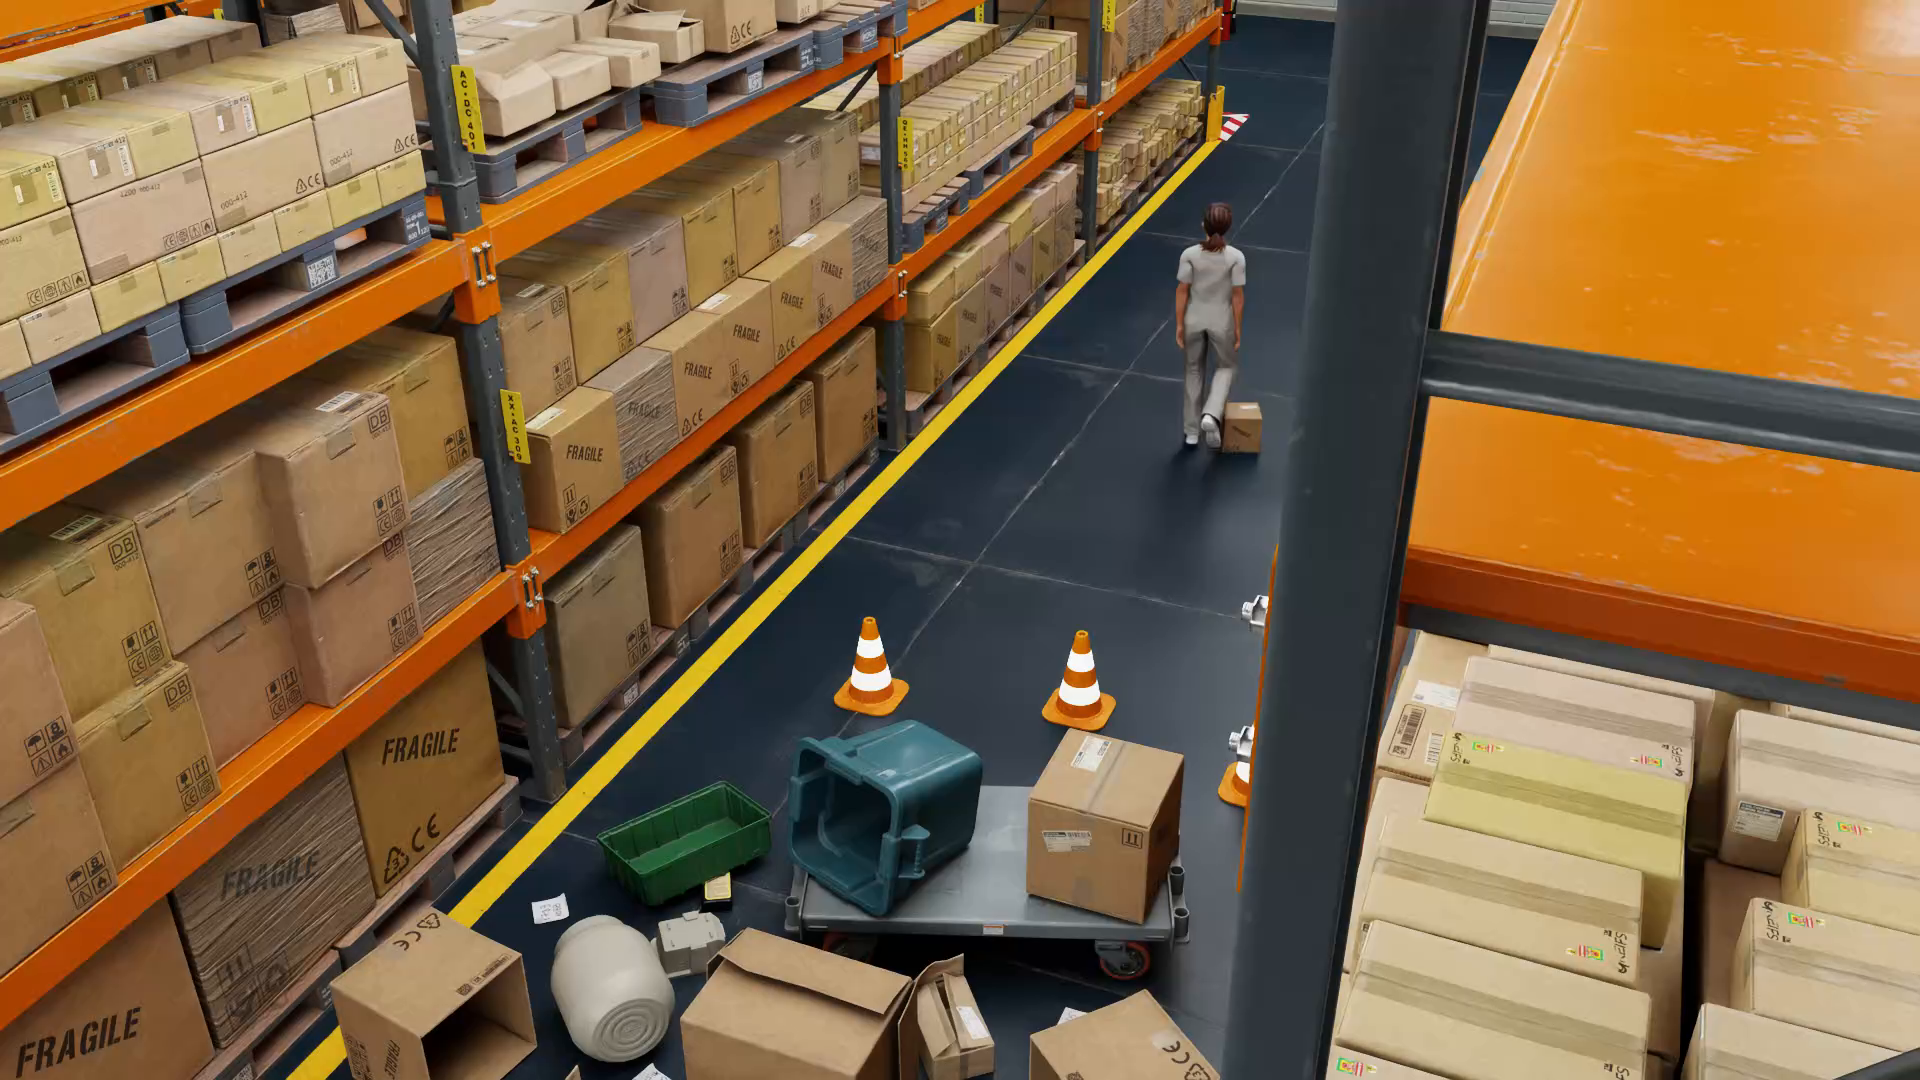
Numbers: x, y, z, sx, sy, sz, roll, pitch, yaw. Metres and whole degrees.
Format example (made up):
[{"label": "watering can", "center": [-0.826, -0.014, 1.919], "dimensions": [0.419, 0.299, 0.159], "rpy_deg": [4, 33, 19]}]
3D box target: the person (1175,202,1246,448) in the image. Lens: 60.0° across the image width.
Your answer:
[{"label": "person", "center": [1.599, -1.367, 10.736], "dimensions": [0.440, 1.660, 0.526], "rpy_deg": [7, 30, 12]}]
